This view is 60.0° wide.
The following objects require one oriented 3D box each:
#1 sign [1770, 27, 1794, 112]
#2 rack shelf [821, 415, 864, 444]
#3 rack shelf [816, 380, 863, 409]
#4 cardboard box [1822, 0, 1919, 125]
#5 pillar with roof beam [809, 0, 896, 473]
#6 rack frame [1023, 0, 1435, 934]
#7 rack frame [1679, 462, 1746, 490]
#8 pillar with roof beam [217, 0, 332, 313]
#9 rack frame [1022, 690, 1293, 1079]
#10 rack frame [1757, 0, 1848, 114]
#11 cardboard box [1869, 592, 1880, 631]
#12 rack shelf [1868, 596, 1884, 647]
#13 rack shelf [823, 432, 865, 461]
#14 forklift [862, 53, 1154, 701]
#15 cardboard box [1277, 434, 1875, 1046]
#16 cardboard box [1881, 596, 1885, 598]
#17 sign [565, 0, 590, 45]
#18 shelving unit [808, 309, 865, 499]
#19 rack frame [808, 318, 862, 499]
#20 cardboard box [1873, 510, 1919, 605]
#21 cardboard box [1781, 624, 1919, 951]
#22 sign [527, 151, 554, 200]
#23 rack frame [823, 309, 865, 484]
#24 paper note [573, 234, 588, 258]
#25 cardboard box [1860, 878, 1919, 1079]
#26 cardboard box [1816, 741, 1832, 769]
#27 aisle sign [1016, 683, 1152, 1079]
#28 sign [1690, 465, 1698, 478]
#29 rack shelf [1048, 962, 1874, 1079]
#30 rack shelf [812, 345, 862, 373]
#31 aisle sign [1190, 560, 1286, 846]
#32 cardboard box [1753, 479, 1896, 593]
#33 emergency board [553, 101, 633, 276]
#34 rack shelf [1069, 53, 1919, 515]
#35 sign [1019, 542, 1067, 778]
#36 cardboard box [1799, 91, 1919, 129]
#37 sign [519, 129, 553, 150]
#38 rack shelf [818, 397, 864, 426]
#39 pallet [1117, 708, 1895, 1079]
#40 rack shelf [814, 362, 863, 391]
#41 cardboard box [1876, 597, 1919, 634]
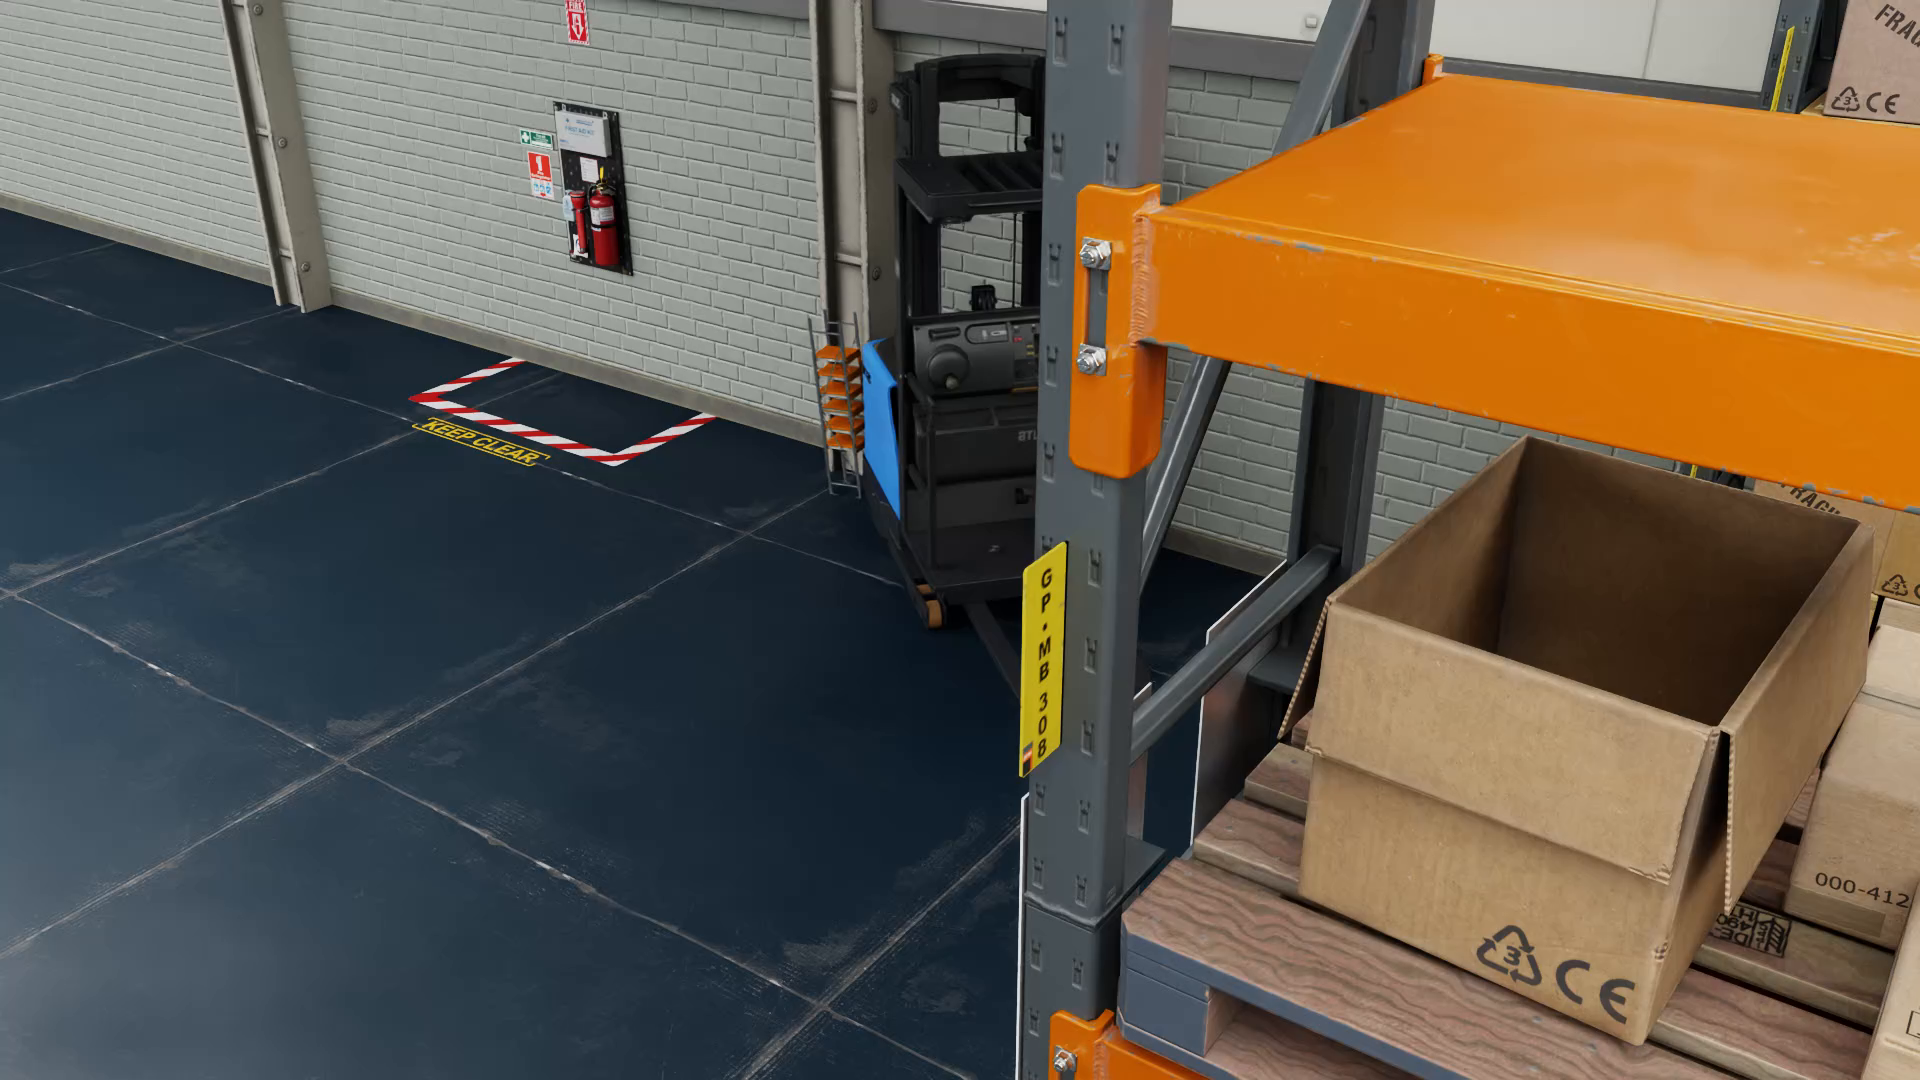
[{"bbox_3d":[2.926,-1.655,5.924,0.005,0.325,0.100,17,32,30],"label":"sign"},{"bbox_3d":[-0.734,-0.711,10.660,0.258,0.103,0.180,9,29,26],"label":"rack shelf"},{"bbox_3d":[-0.753,-0.926,10.554,0.258,0.103,0.180,9,29,26],"label":"rack shelf"},{"bbox_3d":[3.413,-1.778,5.895,0.500,0.500,0.500,15,31,27],"label":"cardboard box"},{"bbox_3d":[-3.083,-2.880,5.988,0.400,9.000,9.100,17,32,30],"label":"pillar with roof beam"},{"bbox_3d":[0.431,-0.952,2.200,0.127,3.000,1.000,17,32,30],"label":"rack frame"},{"bbox_3d":[3.233,-0.132,7.202,0.127,3.000,1.000,17,32,30],"label":"rack frame"},{"bbox_3d":[-8.029,-4.421,9.016,0.400,9.000,9.100,17,32,30],"label":"pillar with roof beam"},{"bbox_3d":[0.431,1.721,3.561,0.127,3.000,1.000,17,32,30],"label":"rack frame"},{"bbox_3d":[3.233,-2.805,5.841,0.127,3.000,1.000,17,32,30],"label":"rack frame"},{"bbox_3d":[3.455,0.170,6.752,0.500,0.250,0.500,16,31,29],"label":"cardboard box"},{"bbox_3d":[4.881,0.702,6.356,4.000,0.370,1.077,17,32,30],"label":"rack shelf"},{"bbox_3d":[-0.724,-0.604,10.712,0.258,0.103,0.180,9,29,26],"label":"rack shelf"},{"bbox_3d":[0.255,-1.003,8.989,1.130,2.935,3.031,-7,28,-13],"label":"forklift"},{"bbox_3d":[0.903,0.238,2.437,0.637,0.503,0.797,20,33,34],"label":"cardboard box"},{"bbox_3d":[4.162,0.103,6.883,0.500,0.250,0.500,18,32,32],"label":"cardboard box"},{"bbox_3d":[-2.612,-3.537,11.338,0.199,0.298,0.001,17,32,30],"label":"sign"},{"bbox_3d":[-0.747,-0.858,10.587,0.258,1.200,0.189,9,29,26],"label":"shelving unit"},{"bbox_3d":[-0.789,-0.819,10.516,0.240,1.200,0.006,9,29,26],"label":"rack frame"},{"bbox_3d":[3.858,-0.042,6.343,0.500,0.500,0.500,17,32,30],"label":"cardboard box"},{"bbox_3d":[1.530,0.399,2.400,0.500,0.250,0.500,17,32,30],"label":"cardboard box"},{"bbox_3d":[-3.059,-2.661,12.133,0.234,0.329,0.001,17,32,30],"label":"sign"},{"bbox_3d":[-0.705,-0.897,10.659,0.240,1.200,0.006,9,29,26],"label":"rack frame"},{"bbox_3d":[-2.768,-2.144,12.126,0.142,0.148,0.016,17,32,30],"label":"paper note"},{"bbox_3d":[1.301,0.615,2.087,0.250,0.149,0.380,17,32,30],"label":"cardboard box"},{"bbox_3d":[3.752,1.082,7.296,0.500,0.311,0.500,14,30,25],"label":"cardboard box"},{"bbox_3d":[0.204,0.660,2.779,0.004,0.787,0.394,17,32,30],"label":"aisle sign"},{"bbox_3d":[2.926,-0.315,6.607,0.005,0.325,0.100,17,32,30],"label":"sign"},{"bbox_3d":[2.080,1.219,2.034,4.000,0.370,1.077,17,32,30],"label":"rack shelf"},{"bbox_3d":[-0.772,-1.140,10.449,0.258,0.103,0.180,9,29,26],"label":"rack shelf"},{"bbox_3d":[0.543,0.436,3.220,0.004,0.787,0.394,17,32,30],"label":"aisle sign"},{"bbox_3d":[3.456,-0.173,6.599,0.500,0.500,0.500,17,32,30],"label":"cardboard box"},{"bbox_3d":[-2.661,-2.465,11.786,0.643,1.169,0.194,17,32,30],"label":"emergency board"},{"bbox_3d":[2.080,0.060,1.445,4.000,0.370,1.077,17,32,30],"label":"rack shelf"},{"bbox_3d":[0.112,0.165,2.259,0.005,0.325,0.100,17,32,30],"label":"sign"},{"bbox_3d":[3.367,-1.343,6.142,0.500,0.500,0.500,18,32,32],"label":"cardboard box"},{"bbox_3d":[-3.060,-2.893,12.004,0.331,0.109,0.001,17,32,30],"label":"sign"},{"bbox_3d":[-0.743,-0.818,10.607,0.258,0.103,0.180,9,29,26],"label":"rack shelf"},{"bbox_3d":[1.000,0.615,2.525,1.213,0.211,1.003,17,32,30],"label":"pallet"},{"bbox_3d":[-0.763,-1.033,10.502,0.258,0.103,0.180,9,29,26],"label":"rack shelf"},{"bbox_3d":[3.891,0.298,6.500,0.500,0.250,0.500,16,31,29],"label":"cardboard box"}]
